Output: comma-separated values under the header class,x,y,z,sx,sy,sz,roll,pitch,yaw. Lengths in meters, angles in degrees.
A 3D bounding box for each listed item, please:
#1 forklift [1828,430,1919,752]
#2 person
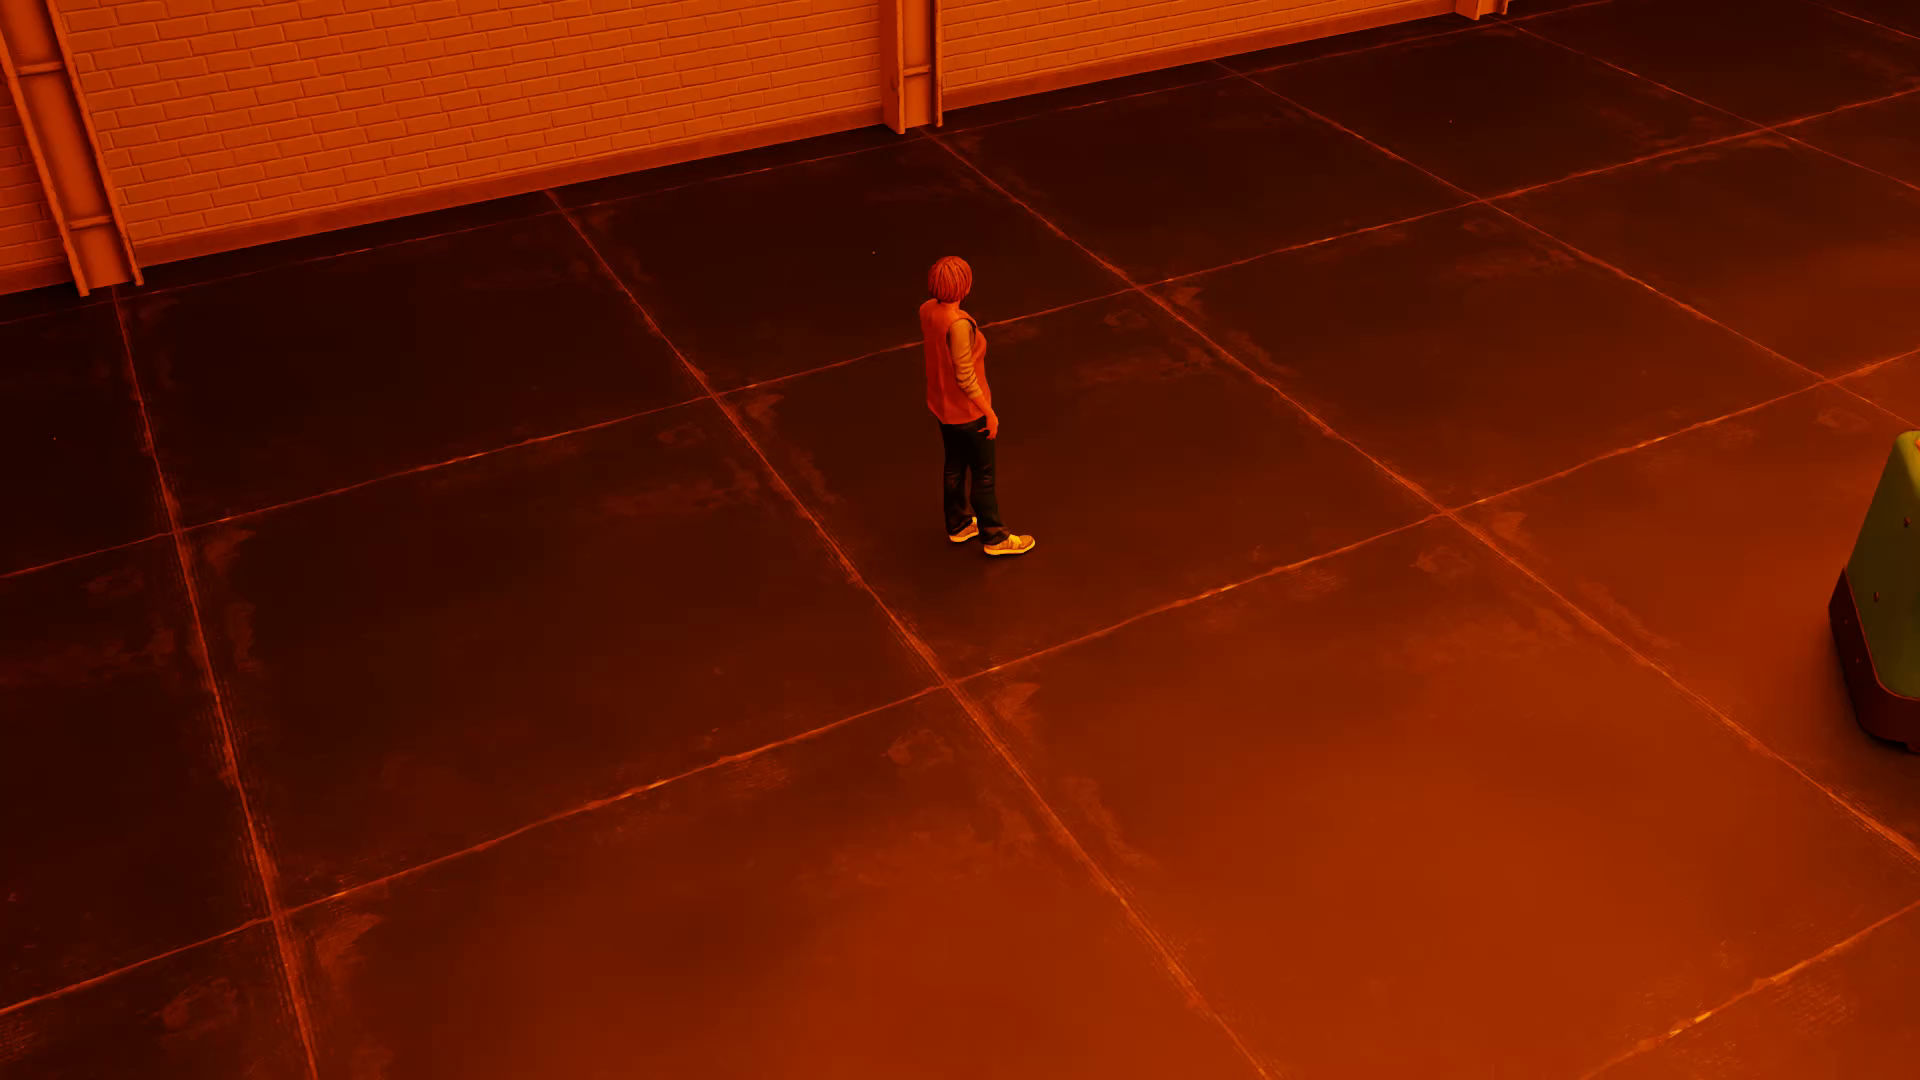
class,x,y,z,sx,sy,sz,roll,pitch,yaw
forklift,5.573,-0.349,6.616,3.031,2.935,1.130,8,36,12
person,0.073,-0.669,8.212,0.476,1.597,0.512,-17,39,-23
